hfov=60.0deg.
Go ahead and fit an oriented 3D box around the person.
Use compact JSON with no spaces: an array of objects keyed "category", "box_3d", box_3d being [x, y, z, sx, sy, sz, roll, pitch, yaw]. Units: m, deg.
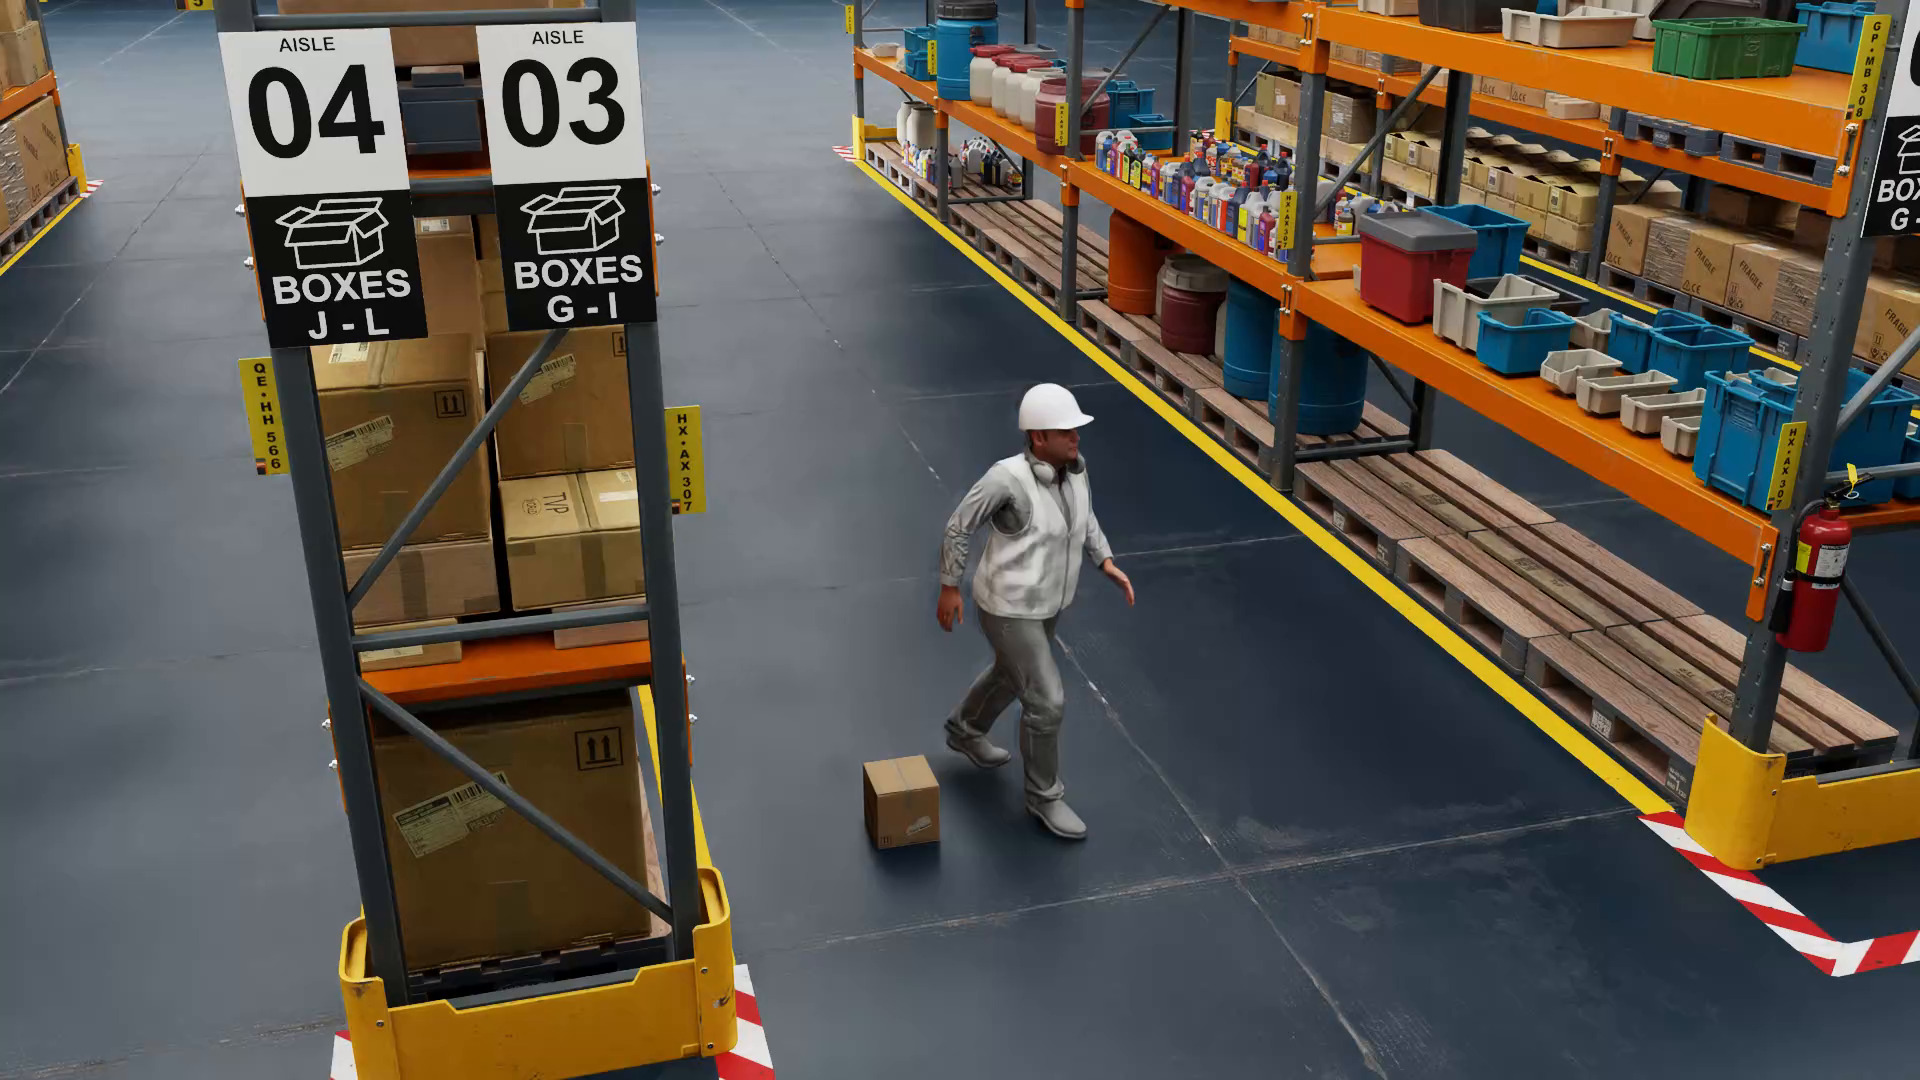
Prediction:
[{"category":"person","box_3d":[0.251,0.225,6.506,0.811,1.773,0.661,15,27,31]}]
